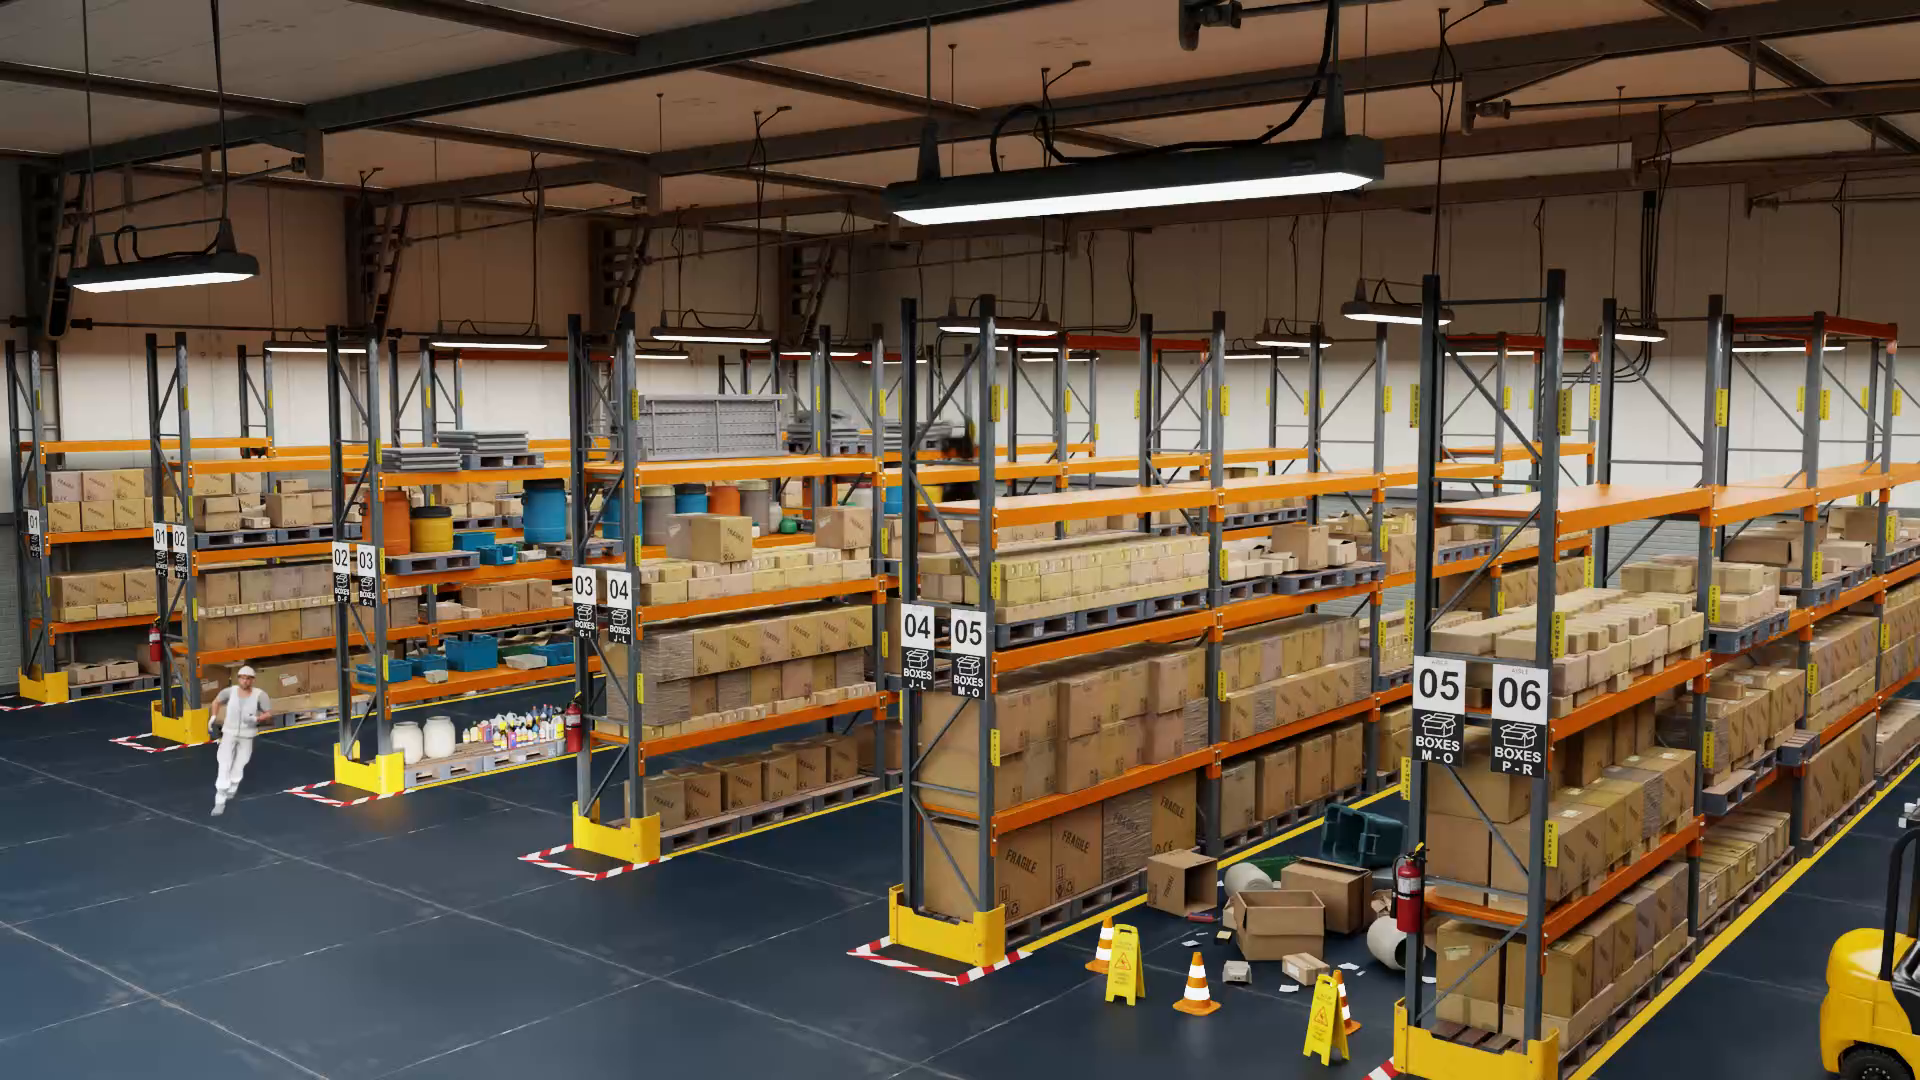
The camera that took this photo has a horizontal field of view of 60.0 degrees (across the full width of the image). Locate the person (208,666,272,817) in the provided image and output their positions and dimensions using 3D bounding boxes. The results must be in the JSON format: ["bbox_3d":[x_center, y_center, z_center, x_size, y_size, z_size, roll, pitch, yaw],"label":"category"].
[{"bbox_3d":[-8.903,2.434,20.597,0.729,1.776,0.825,-2,5,-21],"label":"person"}]

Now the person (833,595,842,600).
[{"bbox_3d":[-2.507,1.403,32.632,0.570,1.619,0.652,3,6,34],"label":"person"}]
